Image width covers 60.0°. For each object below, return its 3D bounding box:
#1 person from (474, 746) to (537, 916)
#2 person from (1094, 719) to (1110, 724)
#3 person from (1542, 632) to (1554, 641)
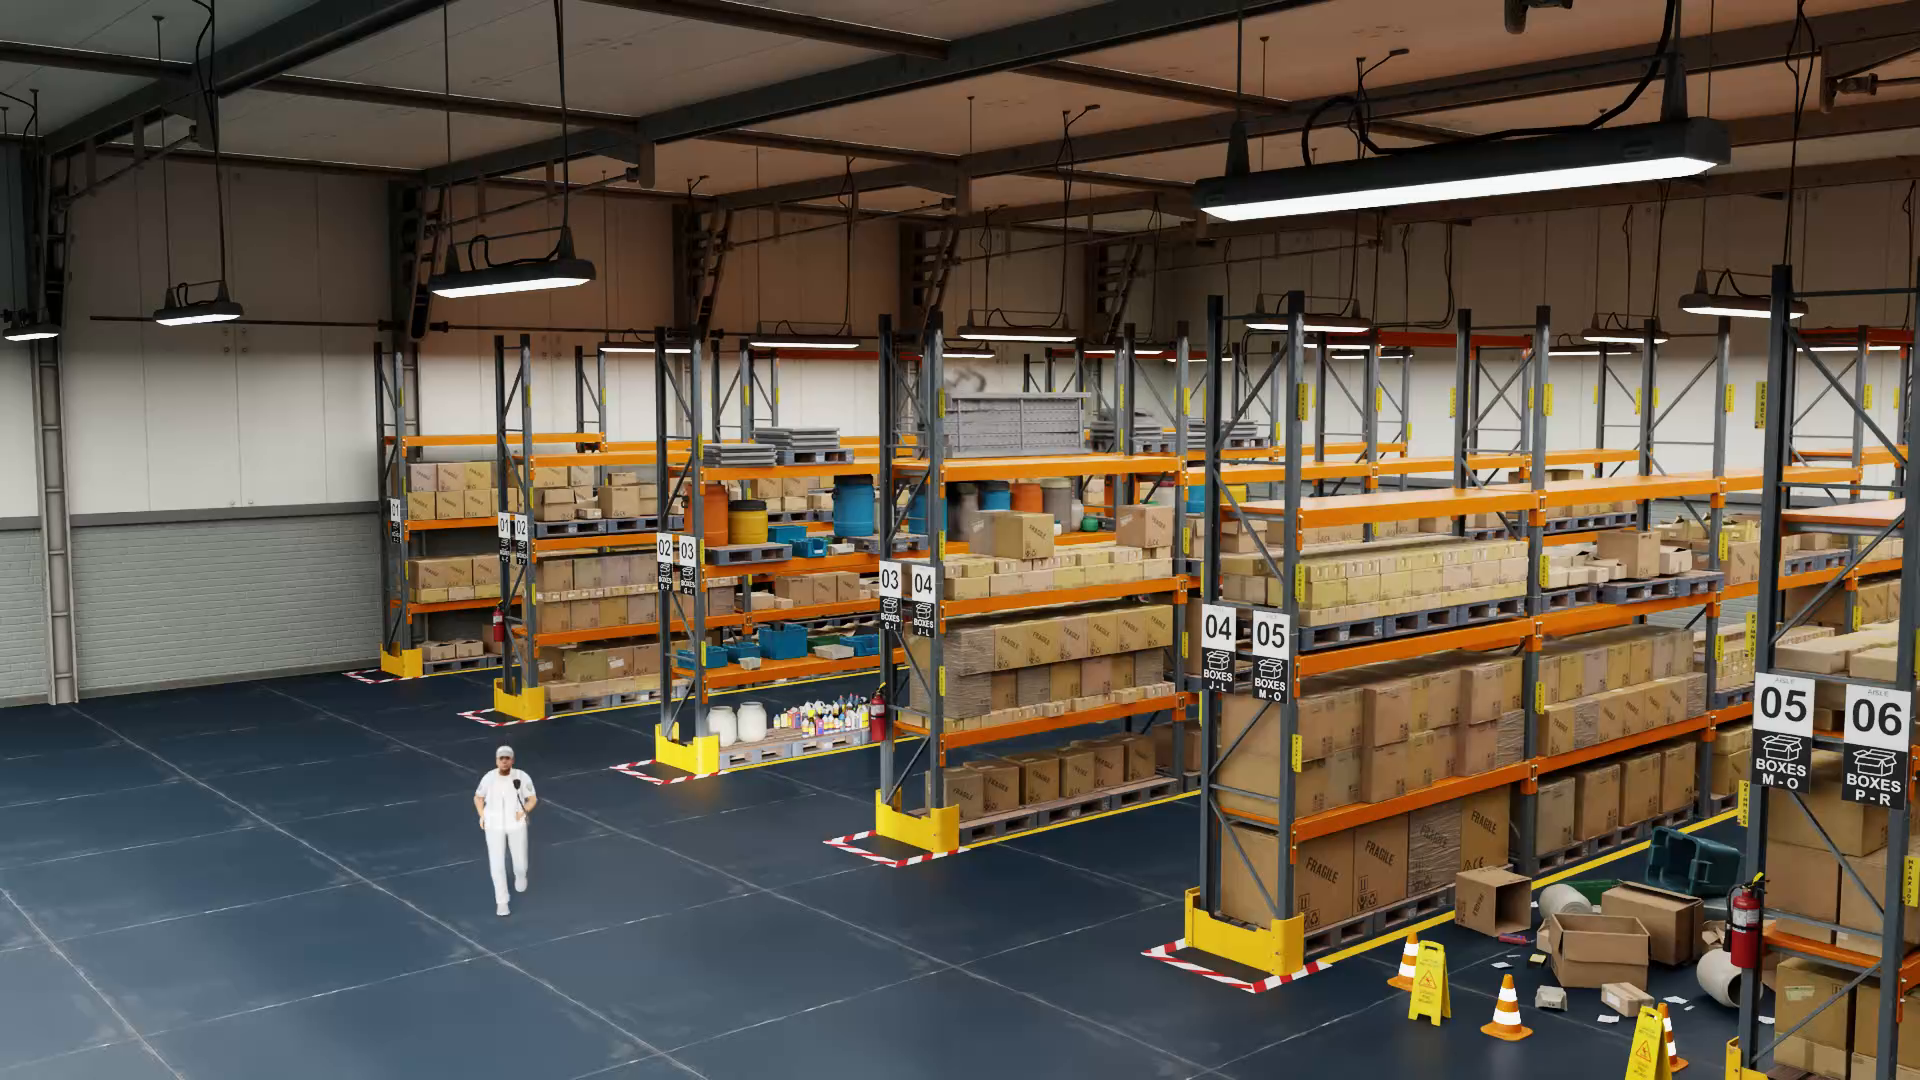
[{"bbox_3d":[-4.522,2.850,16.553,0.615,1.624,0.727,-1,5,-12],"label":"person"},{"bbox_3d":[2.090,1.800,24.305,0.710,1.743,0.571,4,6,35],"label":"person"},{"bbox_3d":[8.704,2.143,24.556,0.745,1.555,0.560,-4,6,-35],"label":"person"}]
